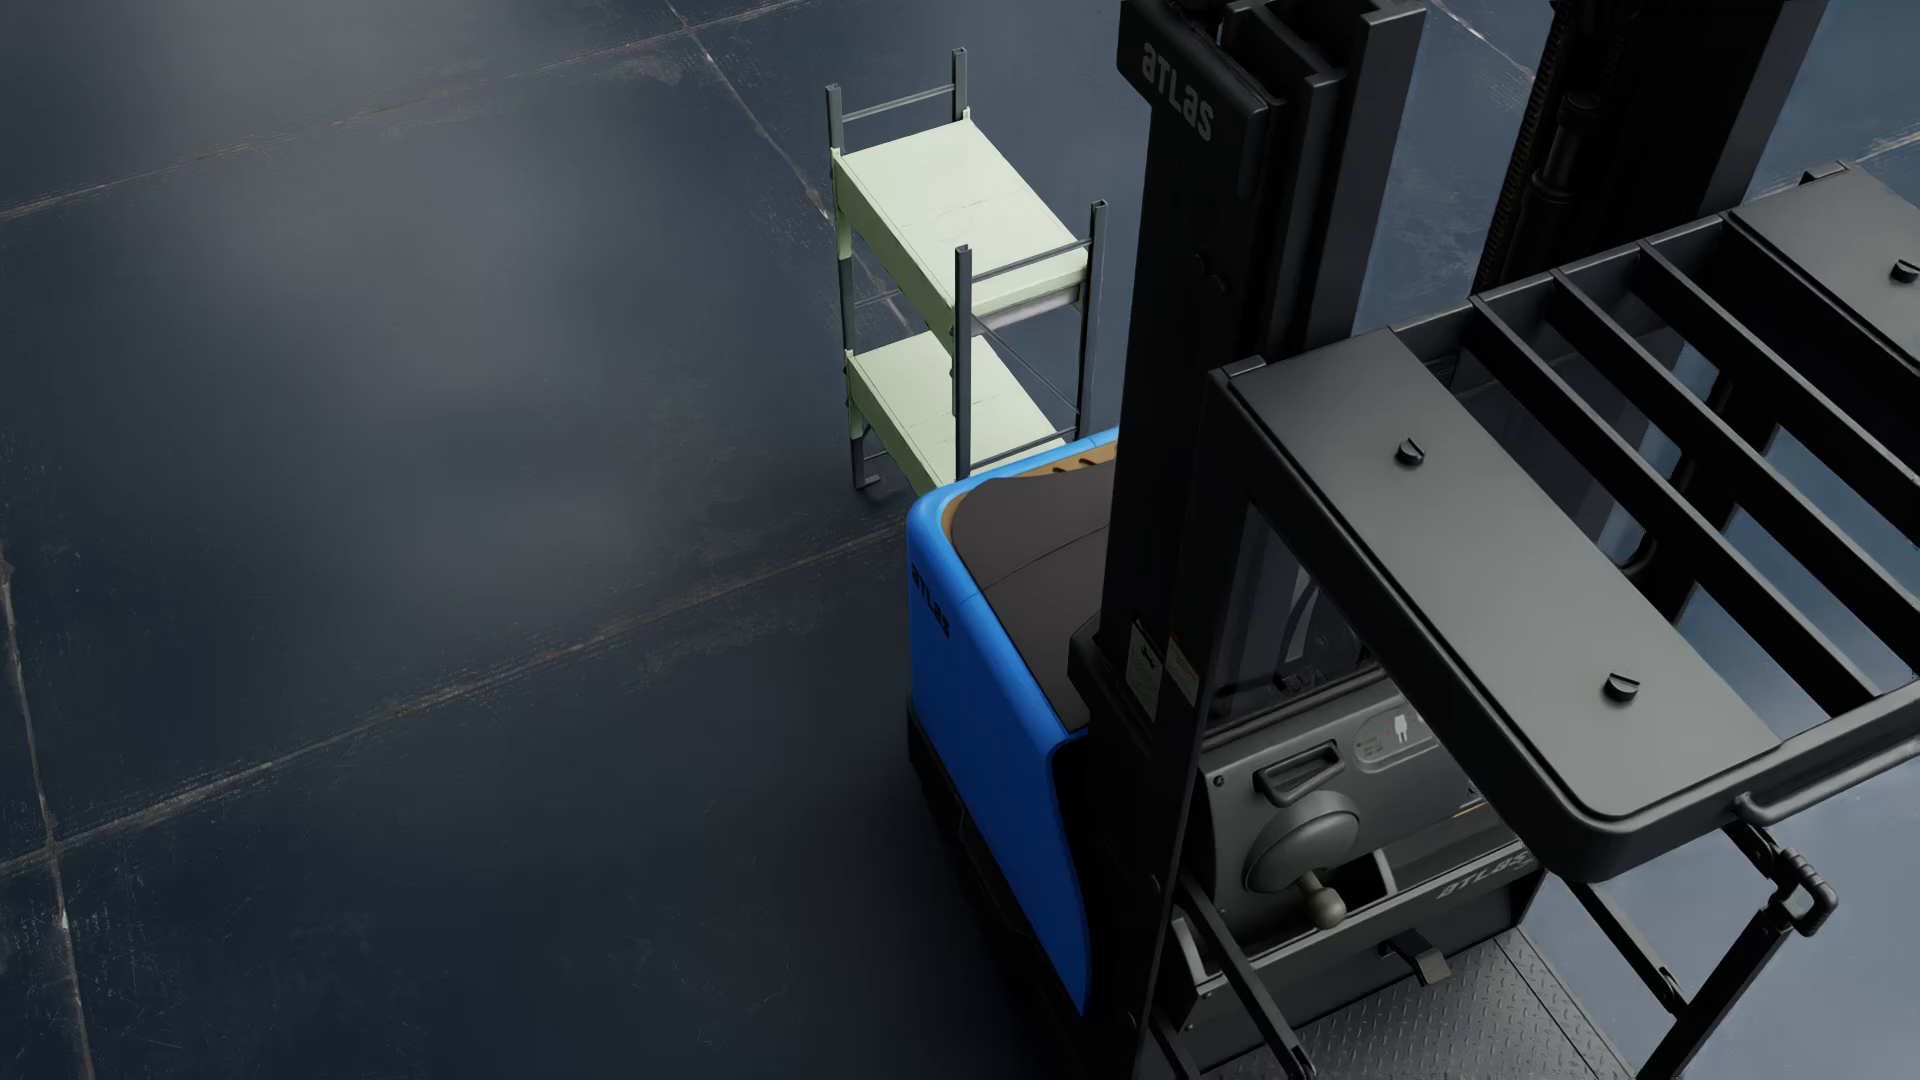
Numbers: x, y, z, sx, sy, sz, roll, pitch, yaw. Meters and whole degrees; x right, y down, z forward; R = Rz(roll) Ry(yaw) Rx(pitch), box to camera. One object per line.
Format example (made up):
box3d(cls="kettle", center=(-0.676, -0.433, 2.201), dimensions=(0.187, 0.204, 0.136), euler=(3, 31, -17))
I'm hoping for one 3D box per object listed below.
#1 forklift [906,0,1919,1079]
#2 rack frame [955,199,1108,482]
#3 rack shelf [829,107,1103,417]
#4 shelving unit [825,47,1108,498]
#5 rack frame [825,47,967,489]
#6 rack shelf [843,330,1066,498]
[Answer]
box3d(cls="forklift", center=(0.938, 0.496, 2.869), dimensions=(1.130, 2.935, 3.031), euler=(-19, 52, -16))
box3d(cls="rack frame", center=(0.171, -0.244, 4.467), dimensions=(0.400, 1.500, 0.023), euler=(-21, 52, -18))
box3d(cls="rack shelf", center=(0.003, -0.746, 4.388), dimensions=(0.431, 0.370, 0.720), euler=(-21, 52, -18))
box3d(cls="shelving unit", center=(0.003, -0.489, 4.682), dimensions=(0.431, 1.500, 0.755), euler=(-21, 52, -18))
box3d(cls="rack frame", center=(-0.164, -0.734, 4.896), dimensions=(0.400, 1.500, 0.023), euler=(-21, 52, -18))
box3d(cls="rack shelf", center=(0.003, -0.275, 4.927), dimensions=(0.431, 0.370, 0.720), euler=(-21, 52, -18))
